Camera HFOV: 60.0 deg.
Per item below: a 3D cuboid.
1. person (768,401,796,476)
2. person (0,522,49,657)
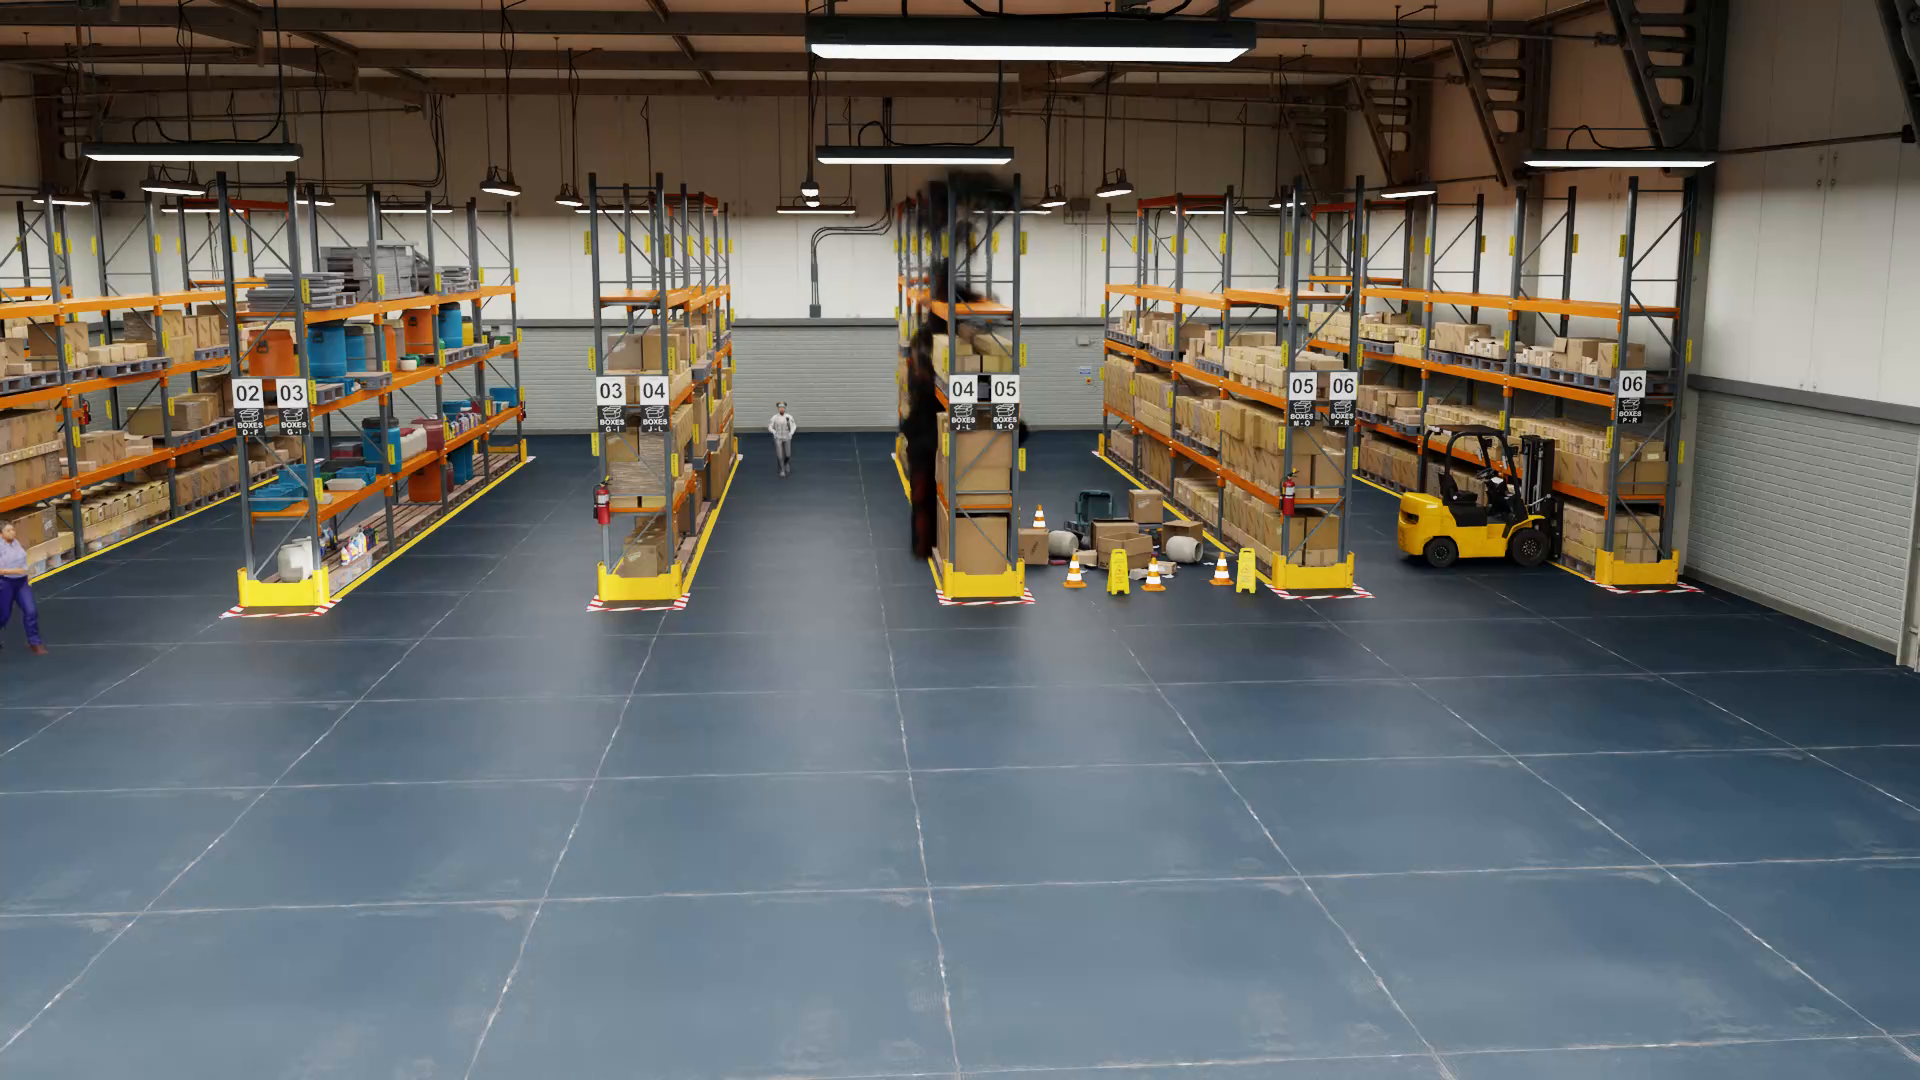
[{"bbox_3d":[-3.898,-2.222,36.520,0.610,1.650,0.545,-1,10,-7],"label":"person"},{"bbox_3d":[-11.716,0.617,20.518,0.810,1.698,0.622,3,11,19],"label":"person"}]
